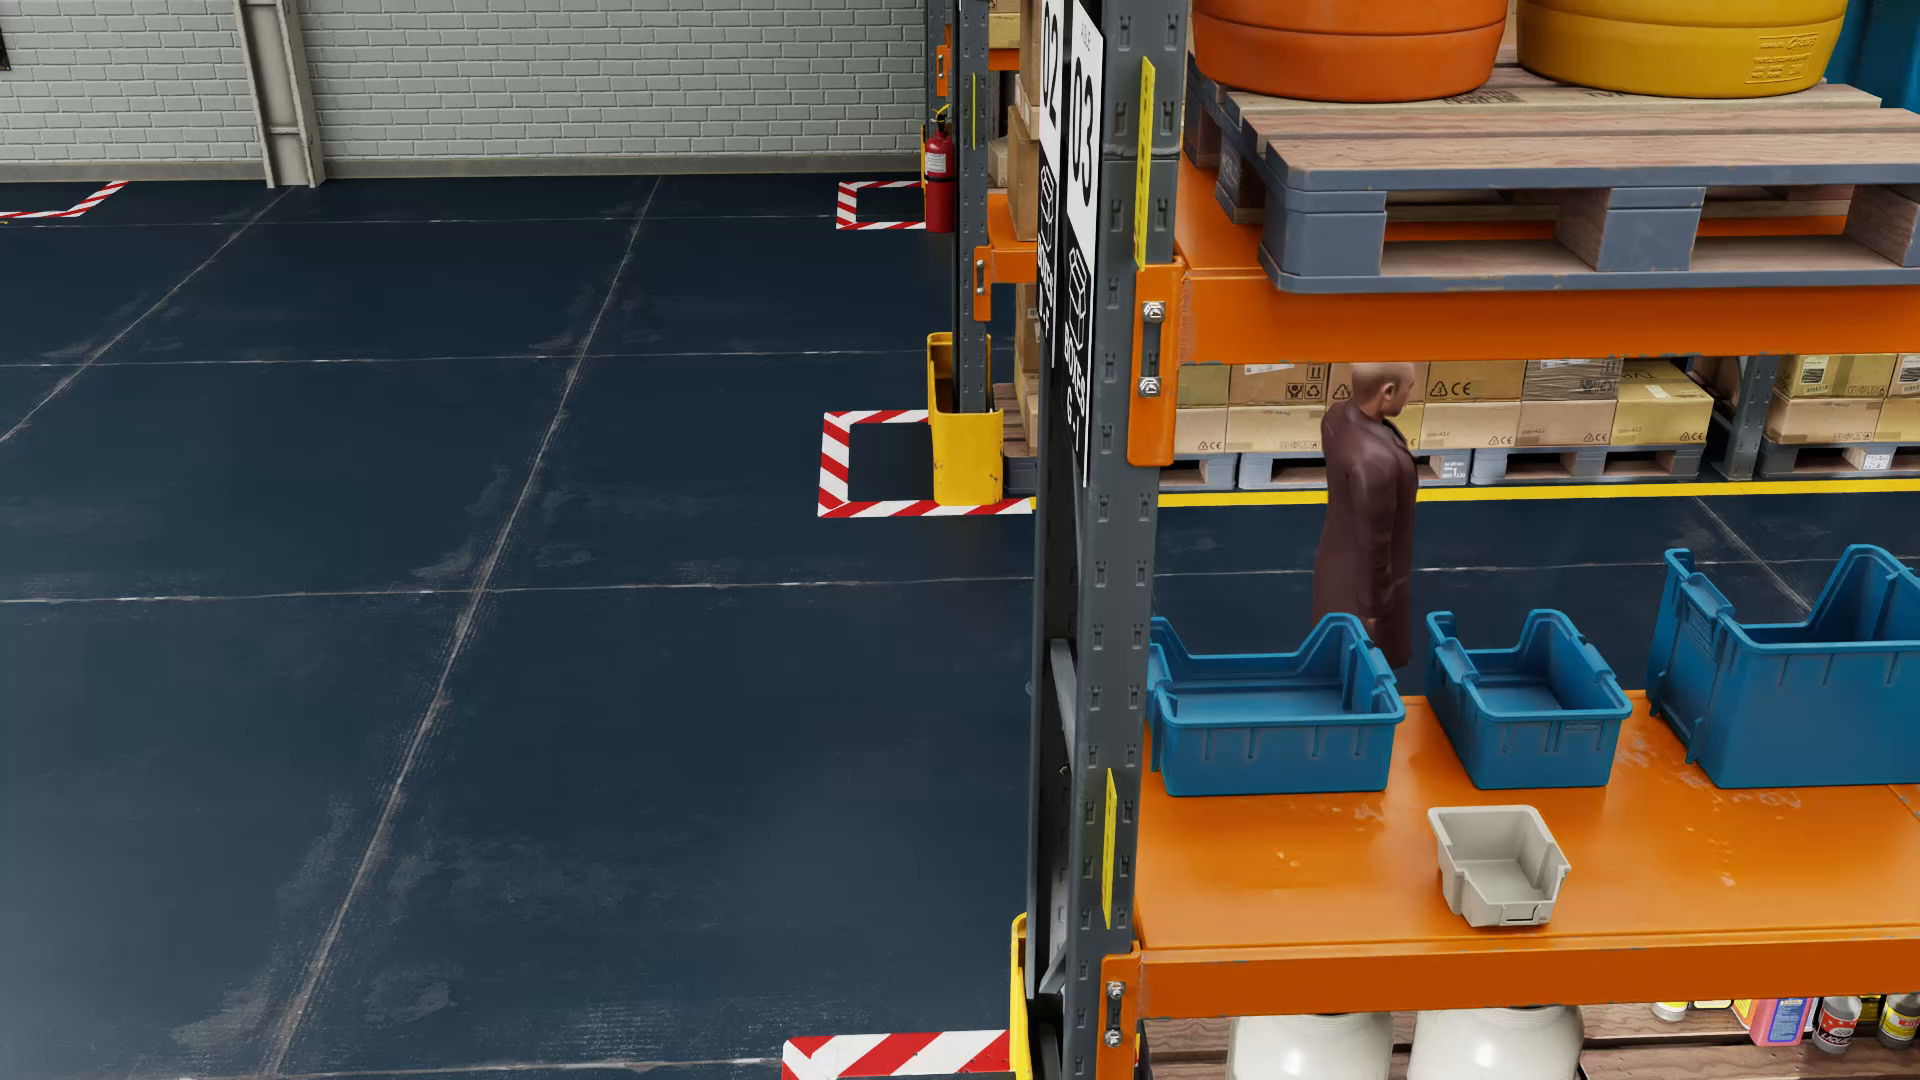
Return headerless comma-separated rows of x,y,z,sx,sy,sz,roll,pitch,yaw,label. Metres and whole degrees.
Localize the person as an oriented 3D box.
1.416,0.151,5.853,0.381,1.778,0.562,-1,27,-2,person
